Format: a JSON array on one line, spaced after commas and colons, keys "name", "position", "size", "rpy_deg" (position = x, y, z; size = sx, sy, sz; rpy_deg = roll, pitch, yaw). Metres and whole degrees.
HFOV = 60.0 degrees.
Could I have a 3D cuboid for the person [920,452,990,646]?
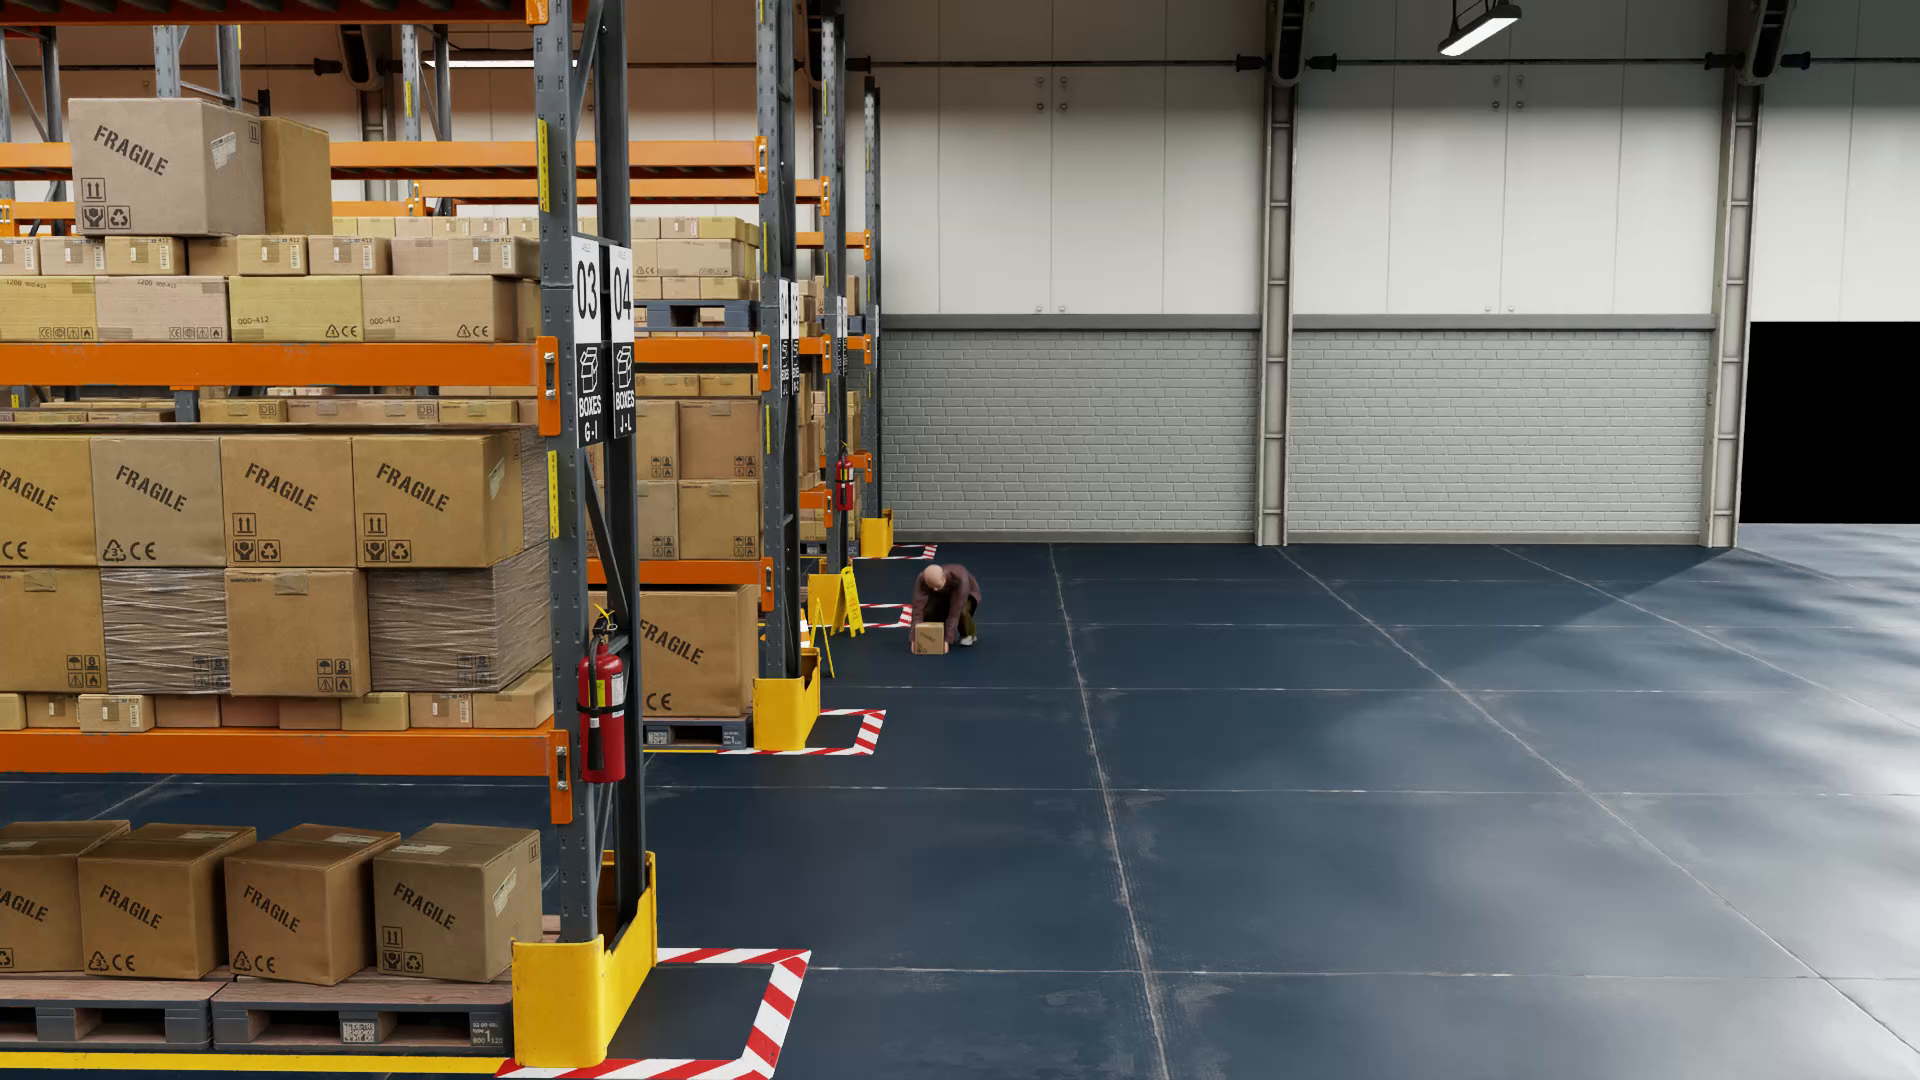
[{"name": "person", "position": [-0.033, 0.070, 15.267], "size": [0.637, 1.772, 0.428], "rpy_deg": [3, 8, 24]}]
